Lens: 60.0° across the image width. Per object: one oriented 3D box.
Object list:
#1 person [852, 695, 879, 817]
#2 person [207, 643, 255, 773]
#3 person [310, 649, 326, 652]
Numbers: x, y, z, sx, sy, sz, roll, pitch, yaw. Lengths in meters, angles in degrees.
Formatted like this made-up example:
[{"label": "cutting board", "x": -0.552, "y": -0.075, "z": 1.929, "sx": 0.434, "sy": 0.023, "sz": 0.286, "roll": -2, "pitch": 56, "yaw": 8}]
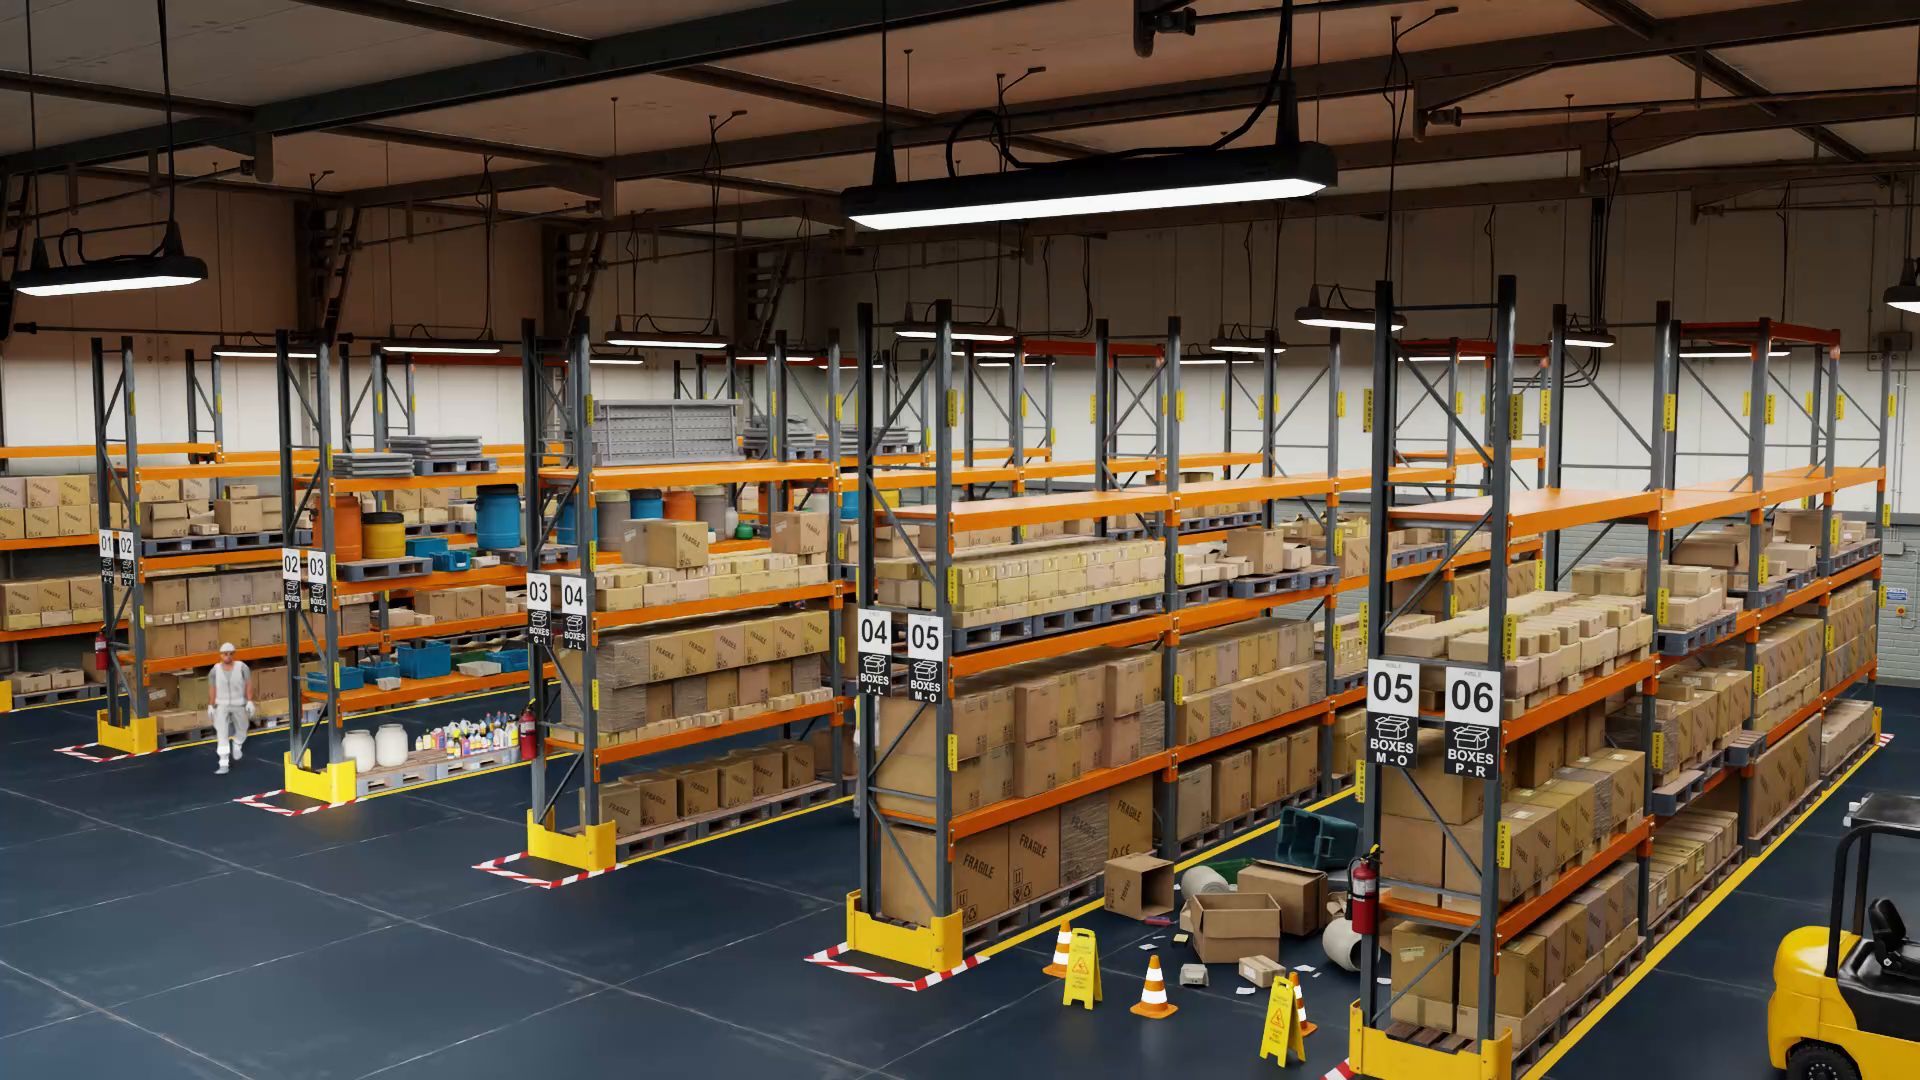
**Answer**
[{"label": "person", "x": -1.107, "y": 2.503, "z": 20.359, "sx": 0.468, "sy": 1.761, "sz": 0.566, "roll": -3, "pitch": 6, "yaw": -30}, {"label": "person", "x": -10.067, "y": 2.284, "z": 22.958, "sx": 0.612, "sy": 1.764, "sz": 0.910, "roll": -2, "pitch": 5, "yaw": -20}, {"label": "person", "x": -11.059, "y": 1.842, "z": 28.516, "sx": 0.511, "sy": 1.672, "sz": 0.433, "roll": 4, "pitch": 7, "yaw": 40}]
